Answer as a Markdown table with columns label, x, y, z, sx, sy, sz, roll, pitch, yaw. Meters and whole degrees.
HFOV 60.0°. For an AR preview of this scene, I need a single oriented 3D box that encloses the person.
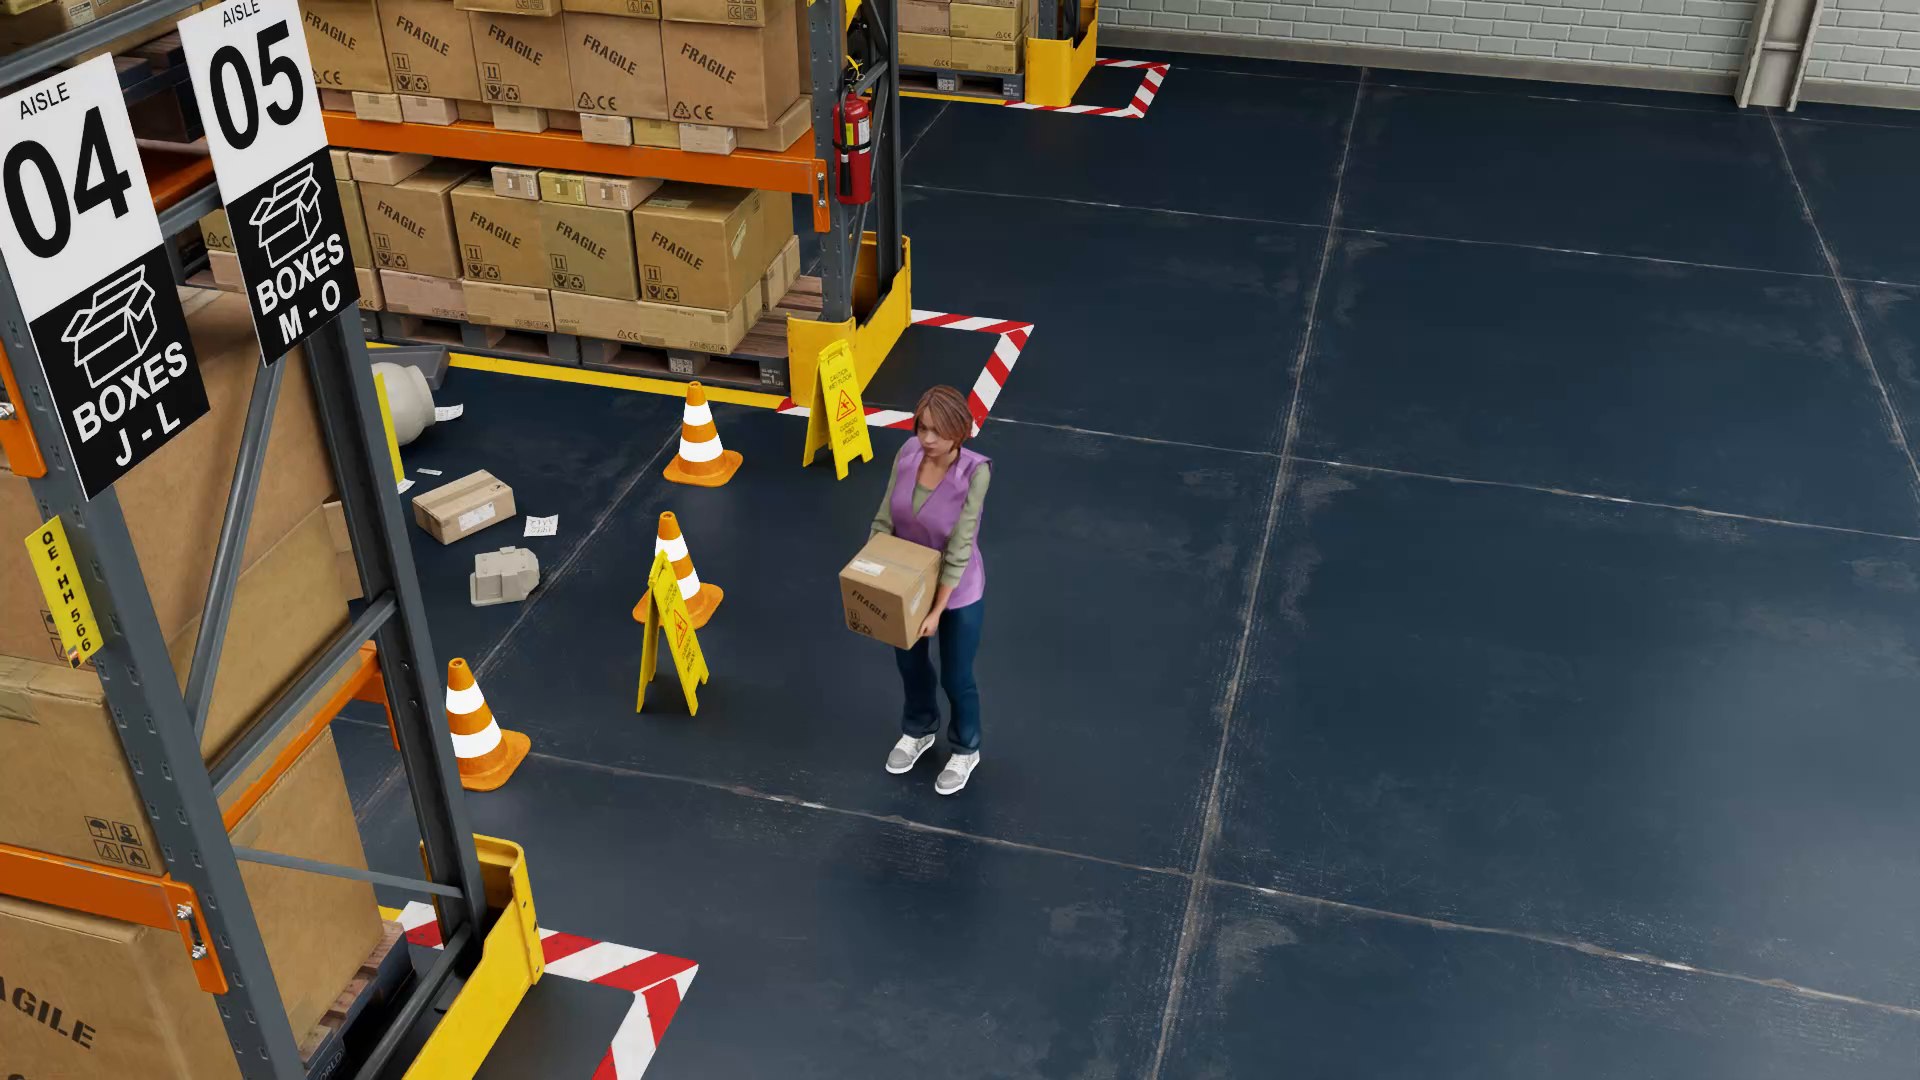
| label | x | y | z | sx | sy | sz | roll | pitch | yaw |
| --- | --- | --- | --- | --- | --- | --- | --- | --- | --- |
| person | -0.121 | 0.219 | 5.819 | 0.380 | 1.599 | 0.495 | 18 | 37 | 26 |
